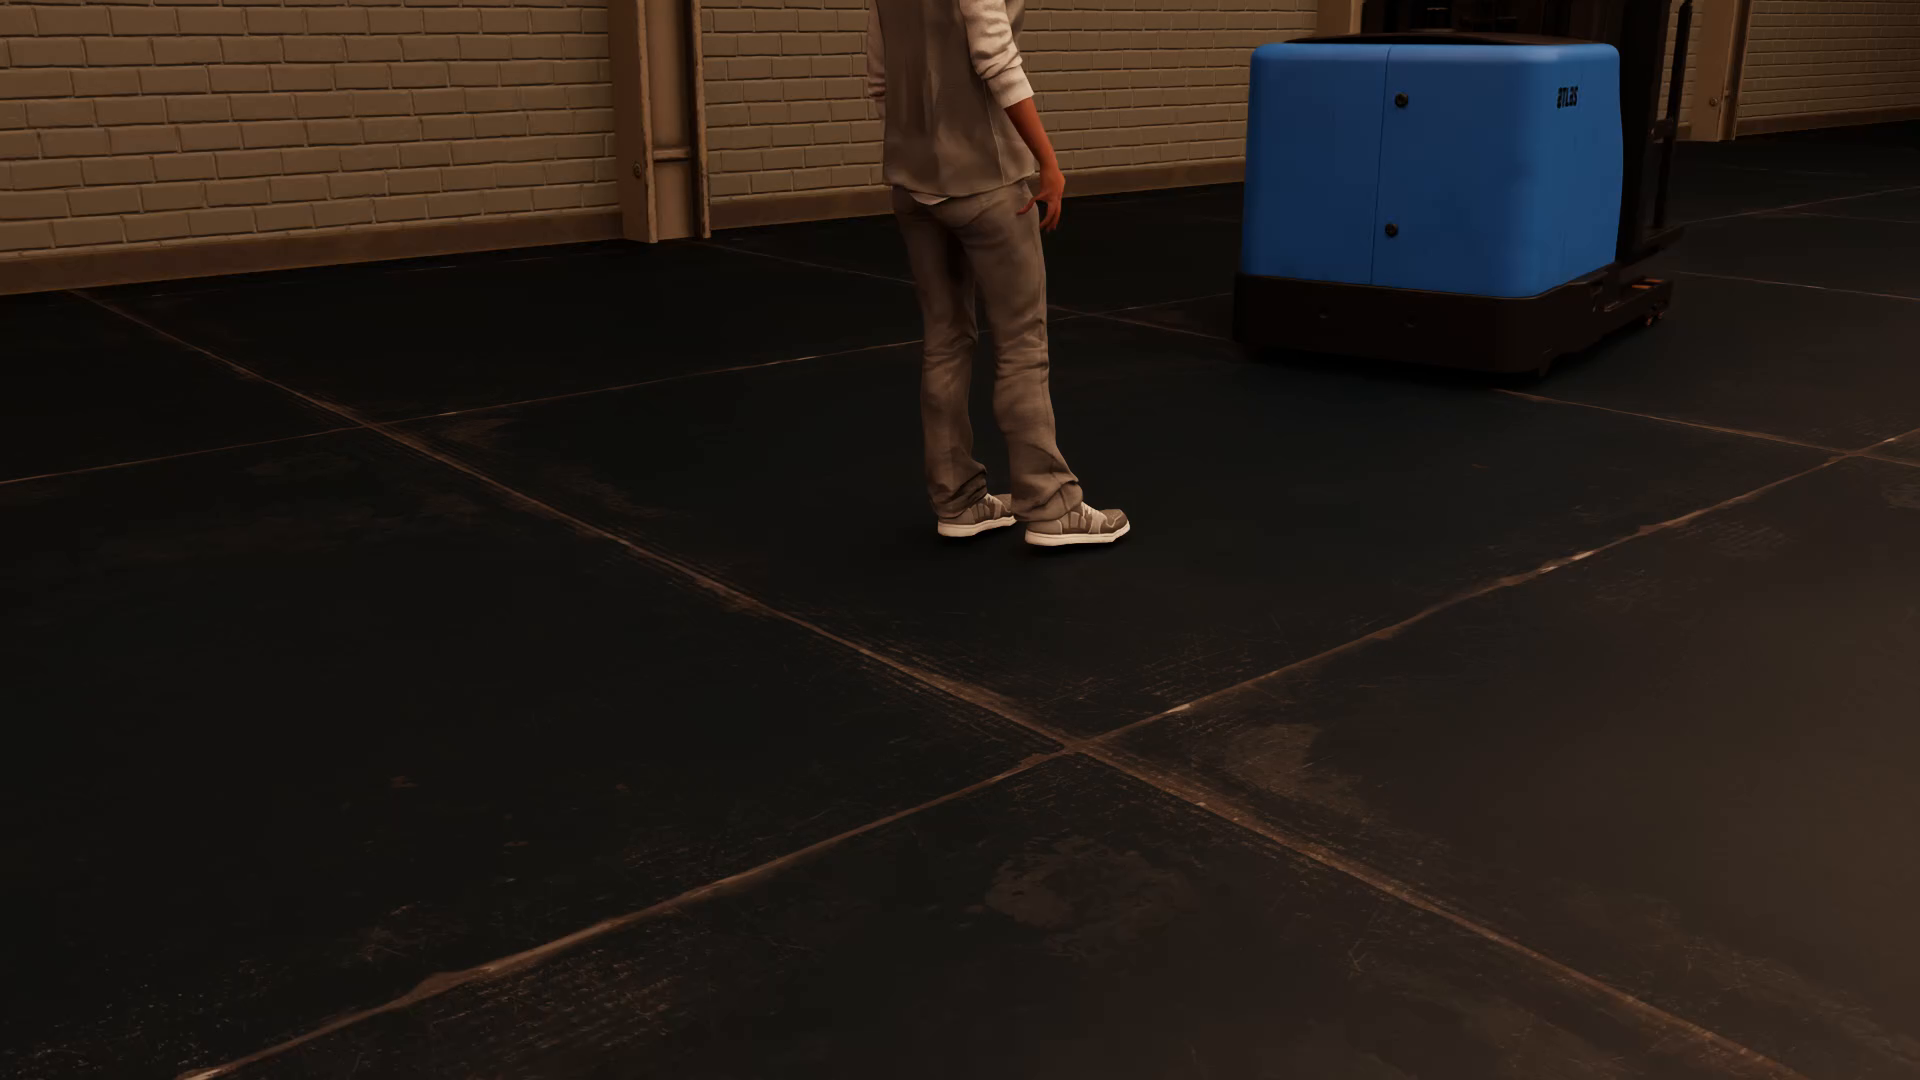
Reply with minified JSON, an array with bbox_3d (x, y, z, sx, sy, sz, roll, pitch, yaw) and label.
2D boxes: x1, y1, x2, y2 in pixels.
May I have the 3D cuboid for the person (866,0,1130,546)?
[{"bbox_3d":[0.065,-0.780,3.643,0.475,1.597,0.520,-14,22,-38],"label":"person"}]

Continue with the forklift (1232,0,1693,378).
[{"bbox_3d":[2.213,-2.309,6.320,1.130,2.935,3.031,12,21,33],"label":"forklift"}]
